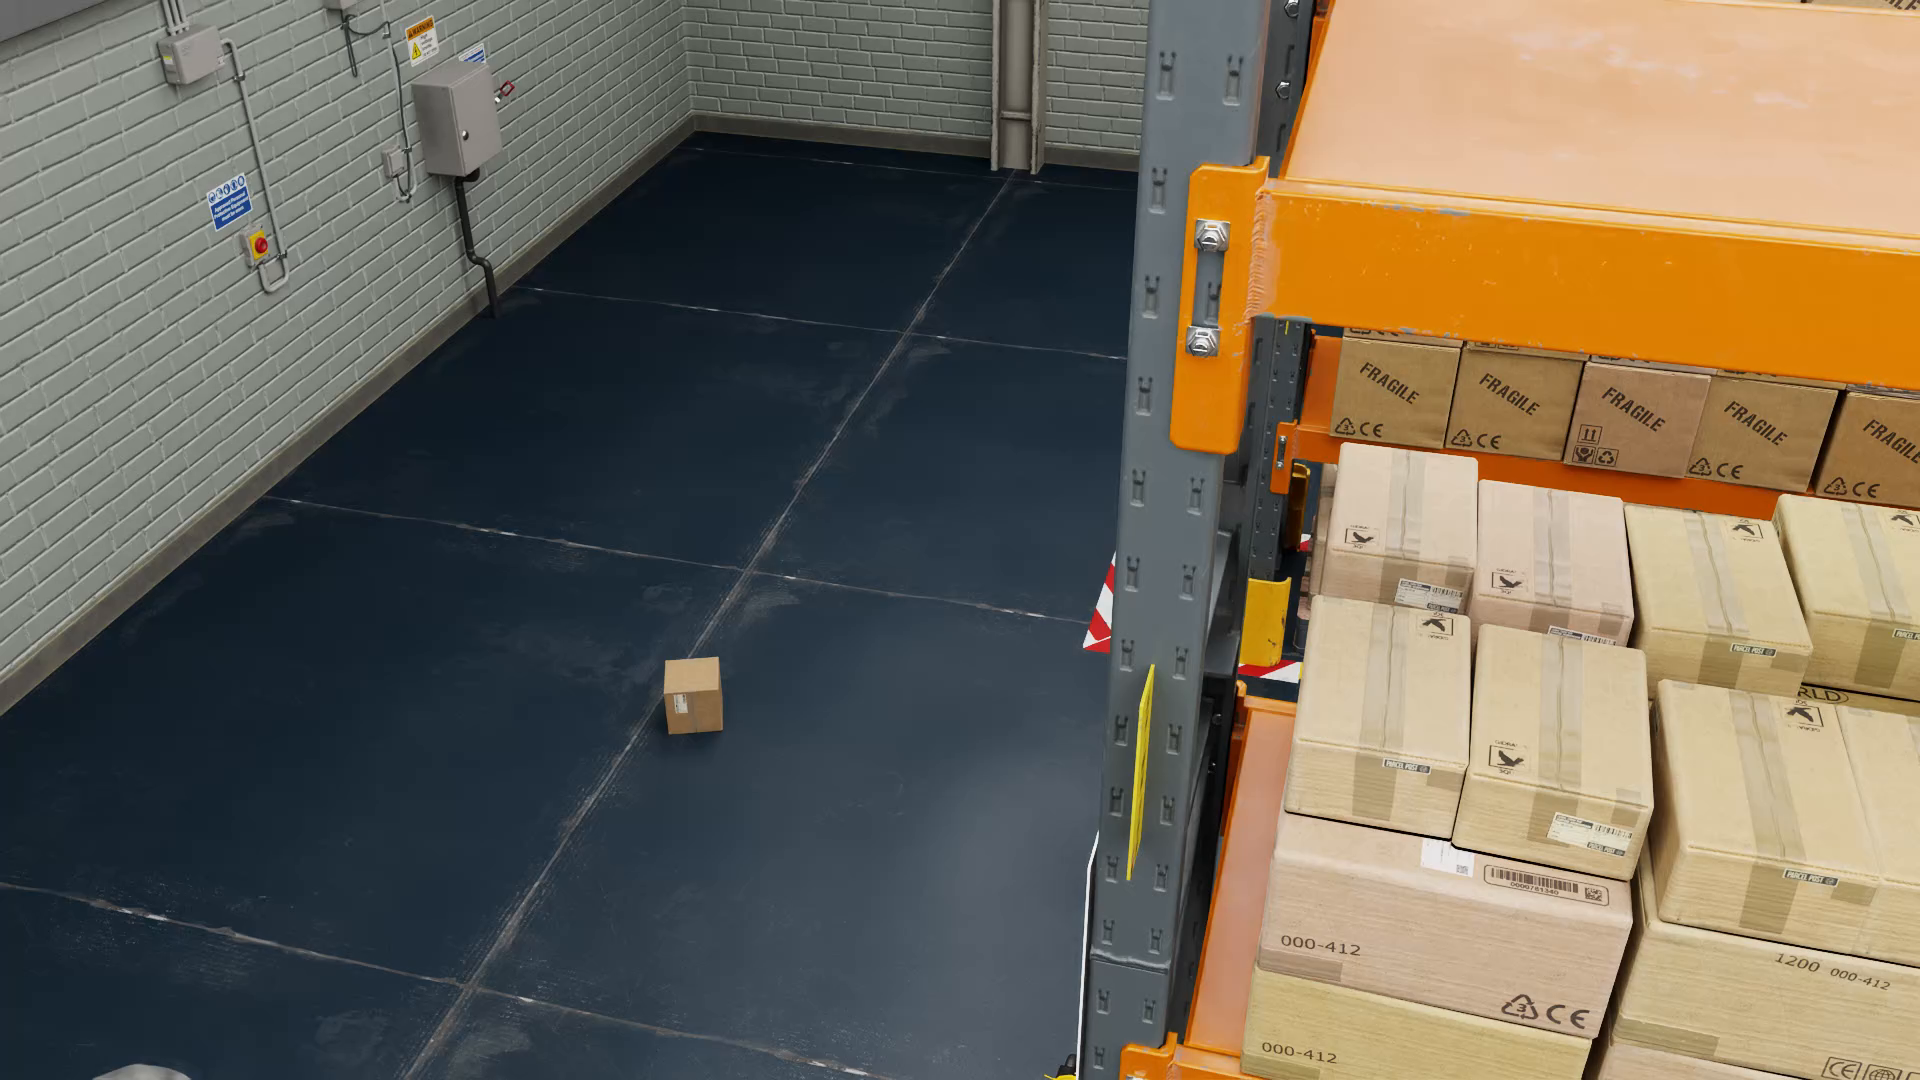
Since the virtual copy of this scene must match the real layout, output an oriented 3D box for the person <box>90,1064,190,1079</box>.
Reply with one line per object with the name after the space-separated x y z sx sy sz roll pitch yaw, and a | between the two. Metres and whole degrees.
-2.031 2.029 4.482 0.481 1.668 0.680 10 34 15 | person
